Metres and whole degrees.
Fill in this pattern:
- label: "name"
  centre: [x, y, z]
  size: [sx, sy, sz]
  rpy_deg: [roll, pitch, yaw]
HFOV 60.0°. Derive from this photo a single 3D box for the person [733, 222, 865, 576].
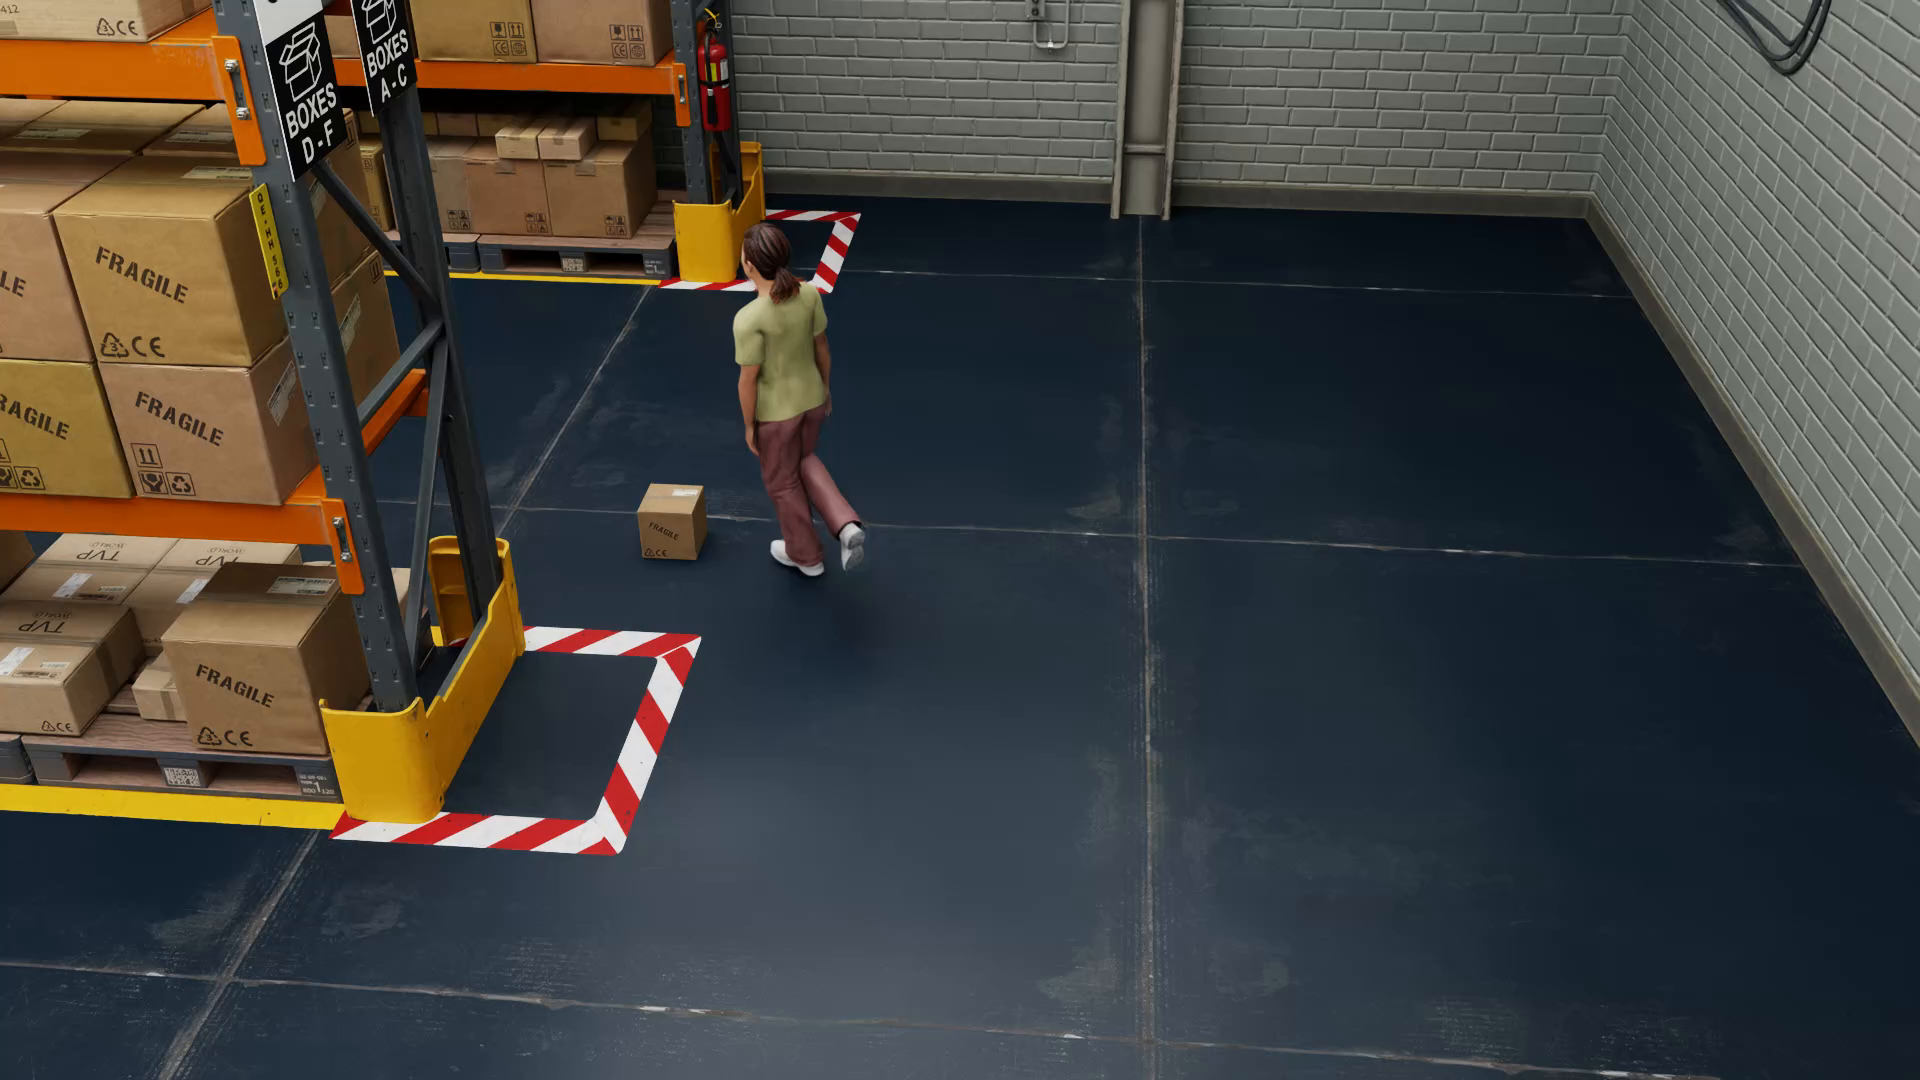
- label: "person"
  centre: [-0.704, -0.525, 6.946]
  size: [0.507, 1.662, 0.544]
  rpy_deg: [-28, 41, -37]
